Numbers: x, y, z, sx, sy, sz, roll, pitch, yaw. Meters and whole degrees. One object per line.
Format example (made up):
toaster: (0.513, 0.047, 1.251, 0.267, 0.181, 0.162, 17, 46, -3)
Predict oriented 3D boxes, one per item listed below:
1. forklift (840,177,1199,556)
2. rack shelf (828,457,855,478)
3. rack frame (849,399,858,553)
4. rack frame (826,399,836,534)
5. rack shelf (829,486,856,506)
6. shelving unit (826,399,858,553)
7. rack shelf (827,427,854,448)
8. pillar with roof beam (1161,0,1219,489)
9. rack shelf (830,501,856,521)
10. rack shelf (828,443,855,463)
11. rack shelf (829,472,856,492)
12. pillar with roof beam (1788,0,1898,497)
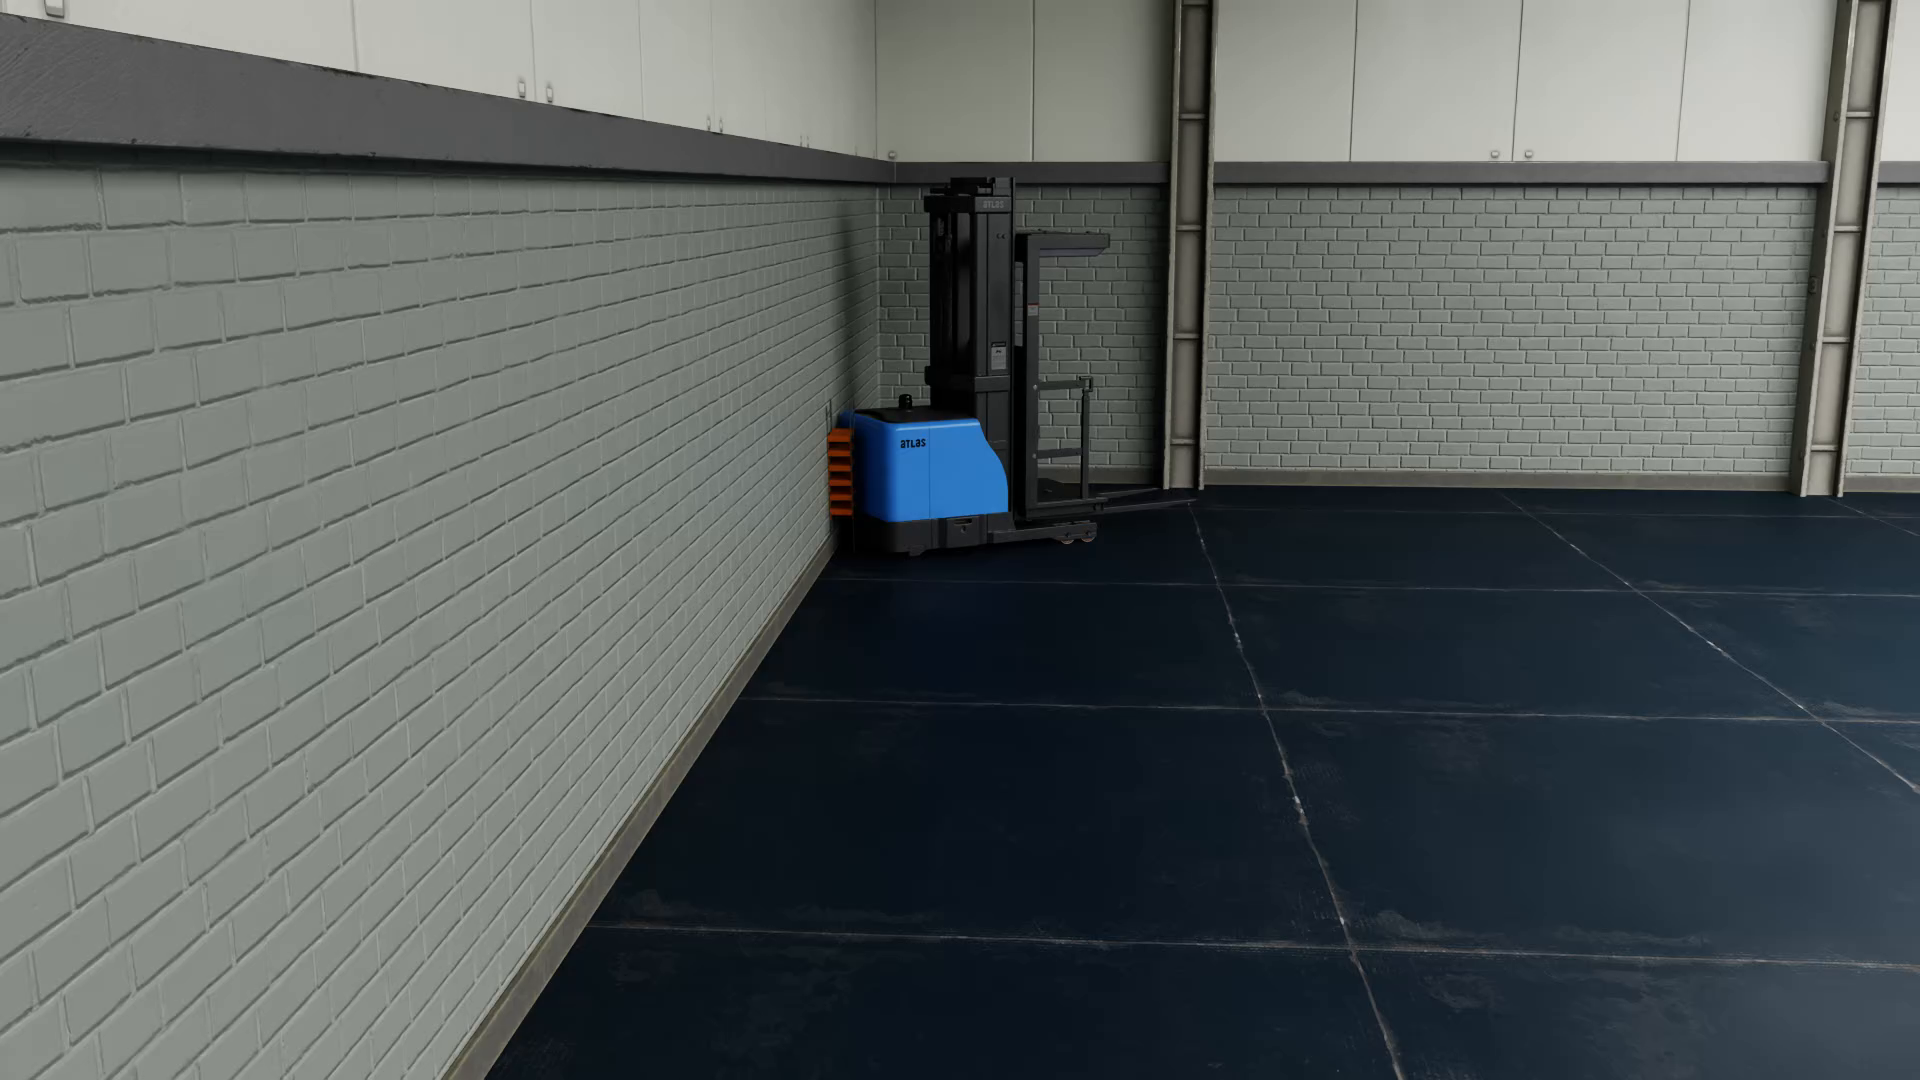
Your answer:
forklift: (0.563, -1.492, 13.741, 3.031, 2.935, 1.130, -6, 13, -26)
rack shelf: (-0.934, -0.578, 13.192, 0.180, 0.103, 0.258, 1, 18, 4)
rack frame: (-0.842, -0.505, 13.208, 0.006, 1.200, 0.240, 1, 18, 4)
rack frame: (-1.025, -0.508, 13.222, 0.006, 1.200, 0.240, 1, 18, 4)
rack shelf: (-0.932, -0.350, 13.267, 0.180, 0.103, 0.258, 1, 18, 4)
shelving unit: (-0.934, -0.506, 13.215, 0.189, 1.200, 0.258, 1, 18, 4)
rack shelf: (-0.936, -0.806, 13.116, 0.180, 0.103, 0.258, 1, 18, 4)
pillar with roof beam: (1.888, -4.050, 11.149, 0.400, 9.000, 9.100, 1, 12, 4)
rack shelf: (-0.931, -0.237, 13.305, 0.180, 0.103, 0.258, 1, 18, 4)
rack shelf: (-0.935, -0.692, 13.154, 0.180, 0.103, 0.258, 1, 18, 4)
rack shelf: (-0.933, -0.464, 13.230, 0.180, 0.103, 0.258, 1, 18, 4)
pillar with roof beam: (7.875, -3.968, 10.757, 0.400, 9.000, 9.100, 1, 12, 4)
